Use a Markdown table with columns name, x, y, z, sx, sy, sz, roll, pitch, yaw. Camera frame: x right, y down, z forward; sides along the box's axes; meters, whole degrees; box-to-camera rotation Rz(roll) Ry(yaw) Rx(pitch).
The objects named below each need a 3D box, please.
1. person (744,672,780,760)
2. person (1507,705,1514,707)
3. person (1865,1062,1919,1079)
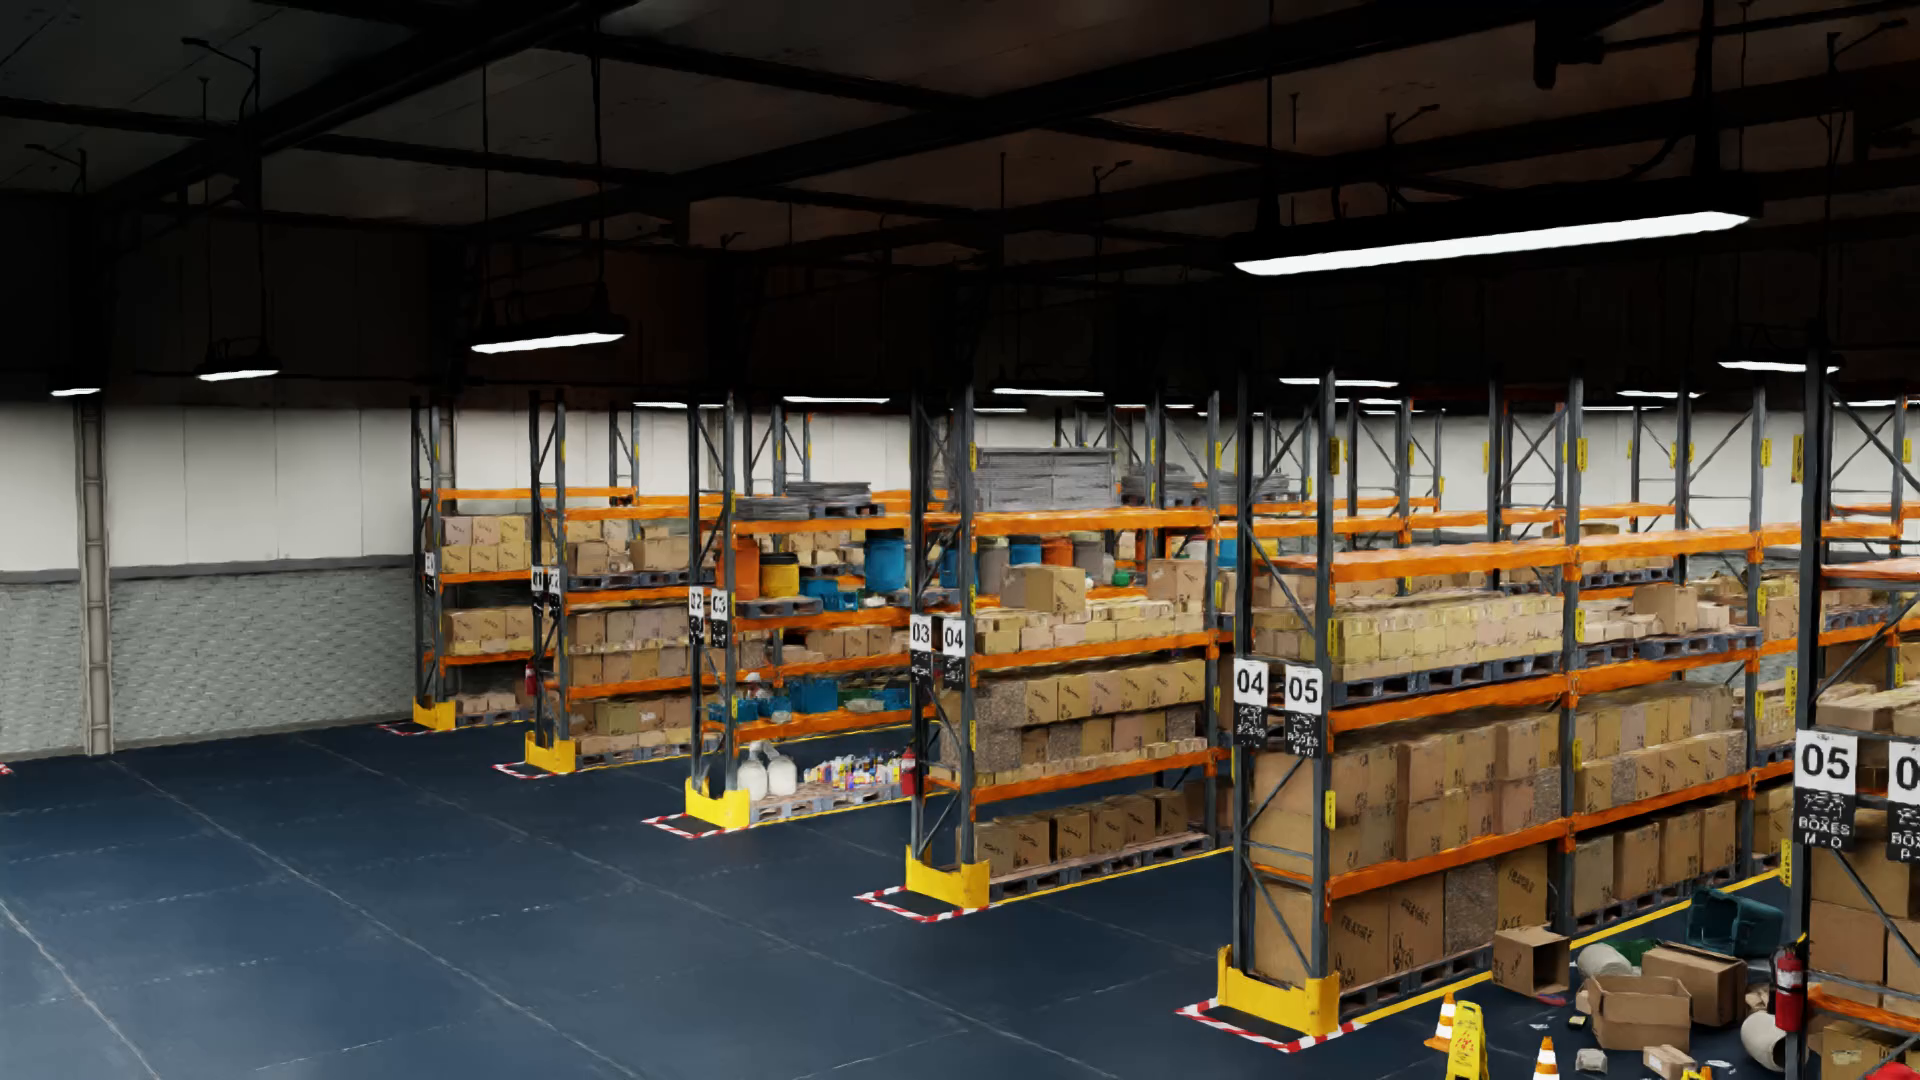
| name | x | y | z | sx | sy | sz | roll | pitch | yaw |
| --- | --- | --- | --- | --- | --- | --- | --- | --- | --- |
| person | -3.059 | 2.822 | 24.979 | 1.123 | 1.709 | 0.553 | -3 | 4 | -37 |
| person | 7.656 | 3.036 | 23.094 | 1.036 | 1.502 | 0.417 | -3 | 4 | -37 |
| person | 5.146 | 3.747 | 9.012 | 0.485 | 1.787 | 0.735 | 1 | 4 | 20 |
